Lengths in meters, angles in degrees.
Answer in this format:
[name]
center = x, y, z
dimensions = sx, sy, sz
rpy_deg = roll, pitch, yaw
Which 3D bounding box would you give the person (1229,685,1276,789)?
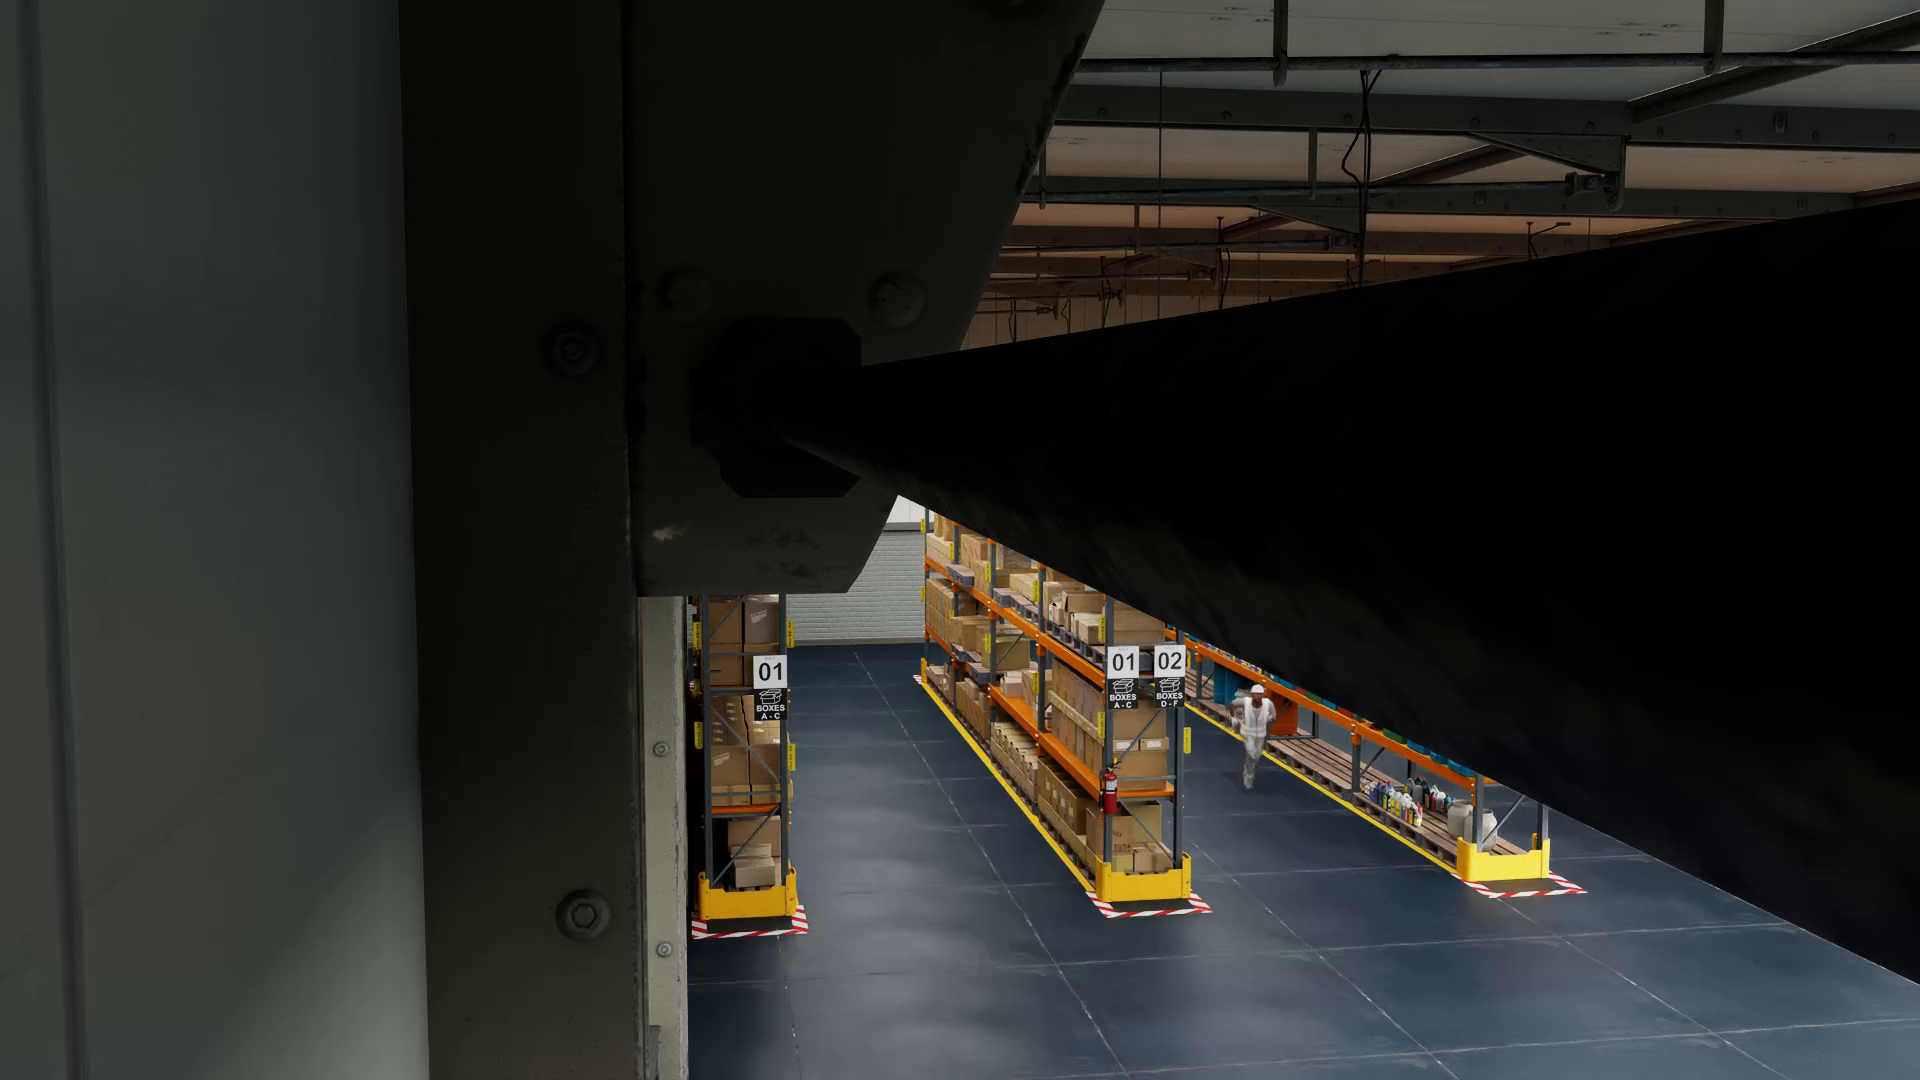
[person]
center = 4.675, 3.119, 26.512
dimensions = 0.666, 1.703, 0.908
rpy_deg = -1, 5, -10
